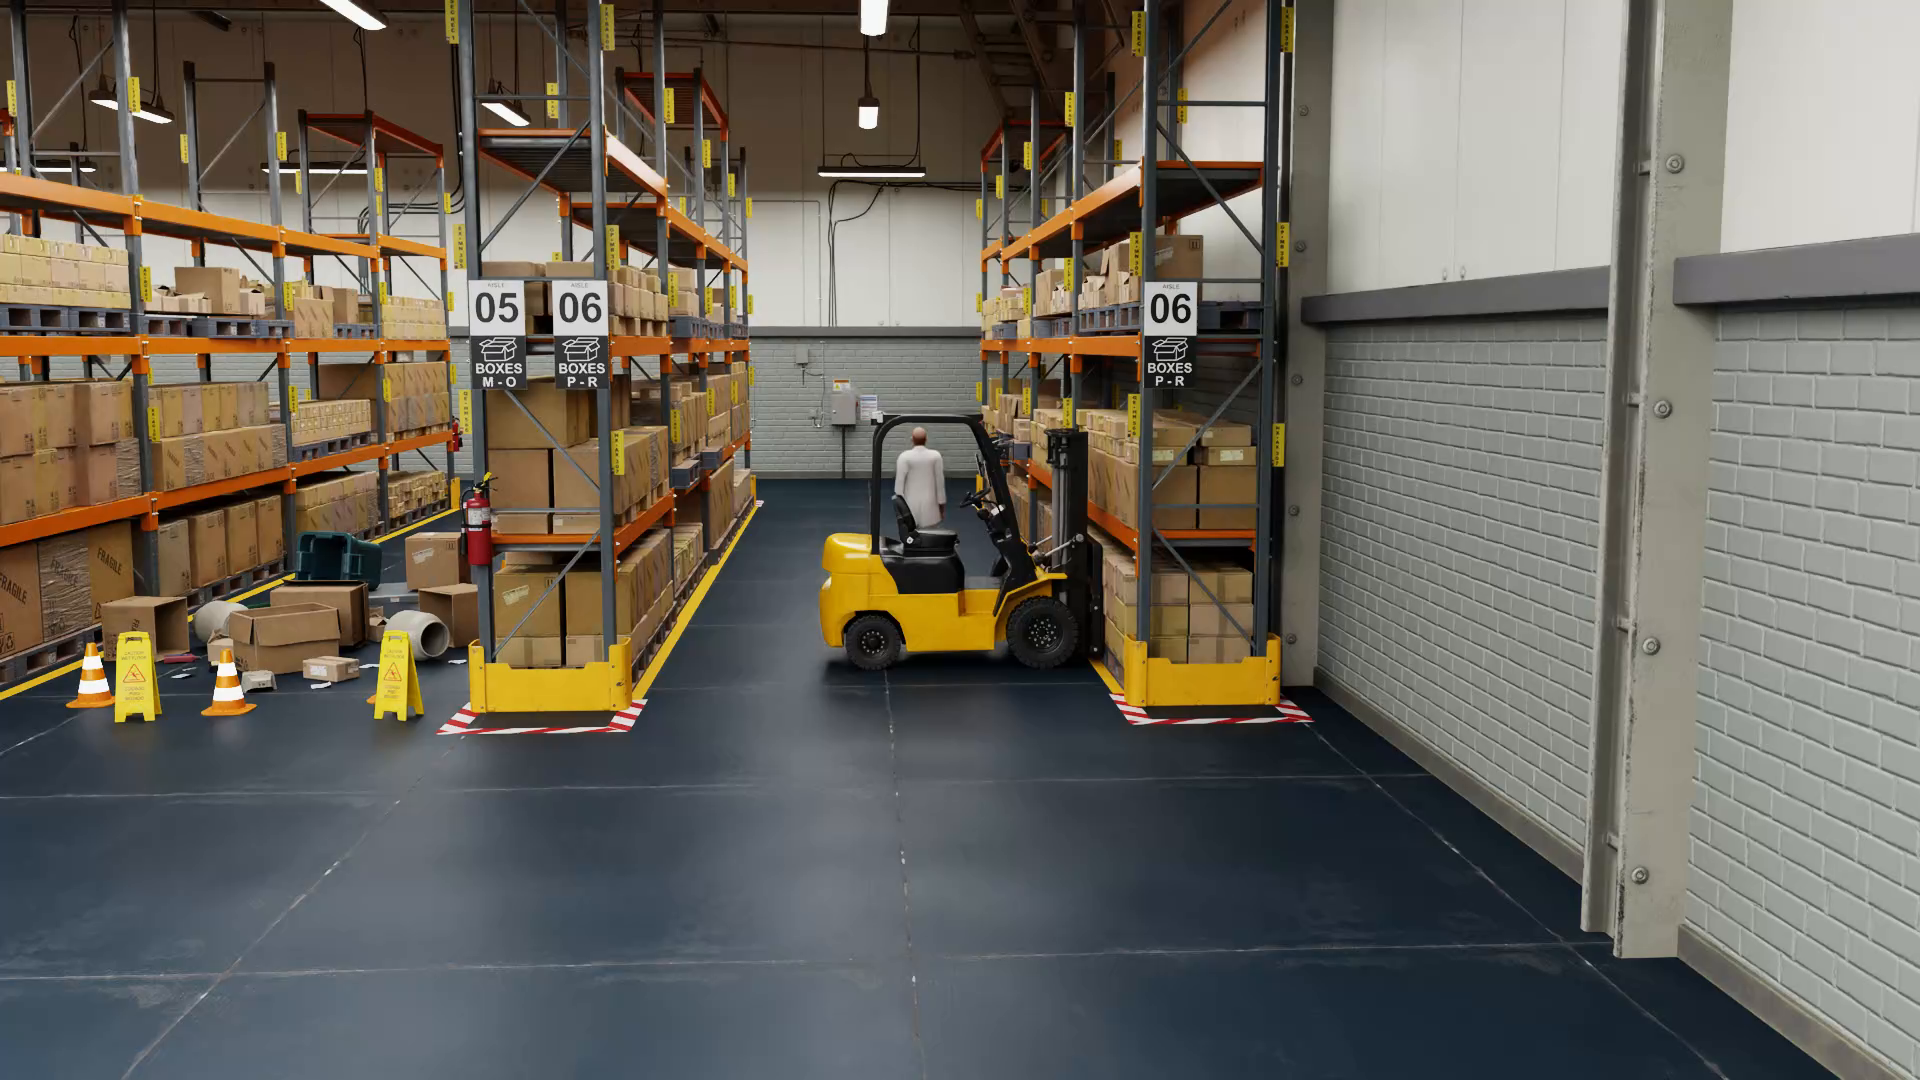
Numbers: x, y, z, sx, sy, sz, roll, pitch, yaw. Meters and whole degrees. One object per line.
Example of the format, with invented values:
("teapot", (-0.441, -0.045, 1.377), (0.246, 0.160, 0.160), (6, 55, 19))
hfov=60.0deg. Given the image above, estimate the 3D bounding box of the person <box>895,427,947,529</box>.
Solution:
("person", (-0.455, -0.416, 19.102), (0.624, 1.762, 0.635), (-1, 7, -10))
